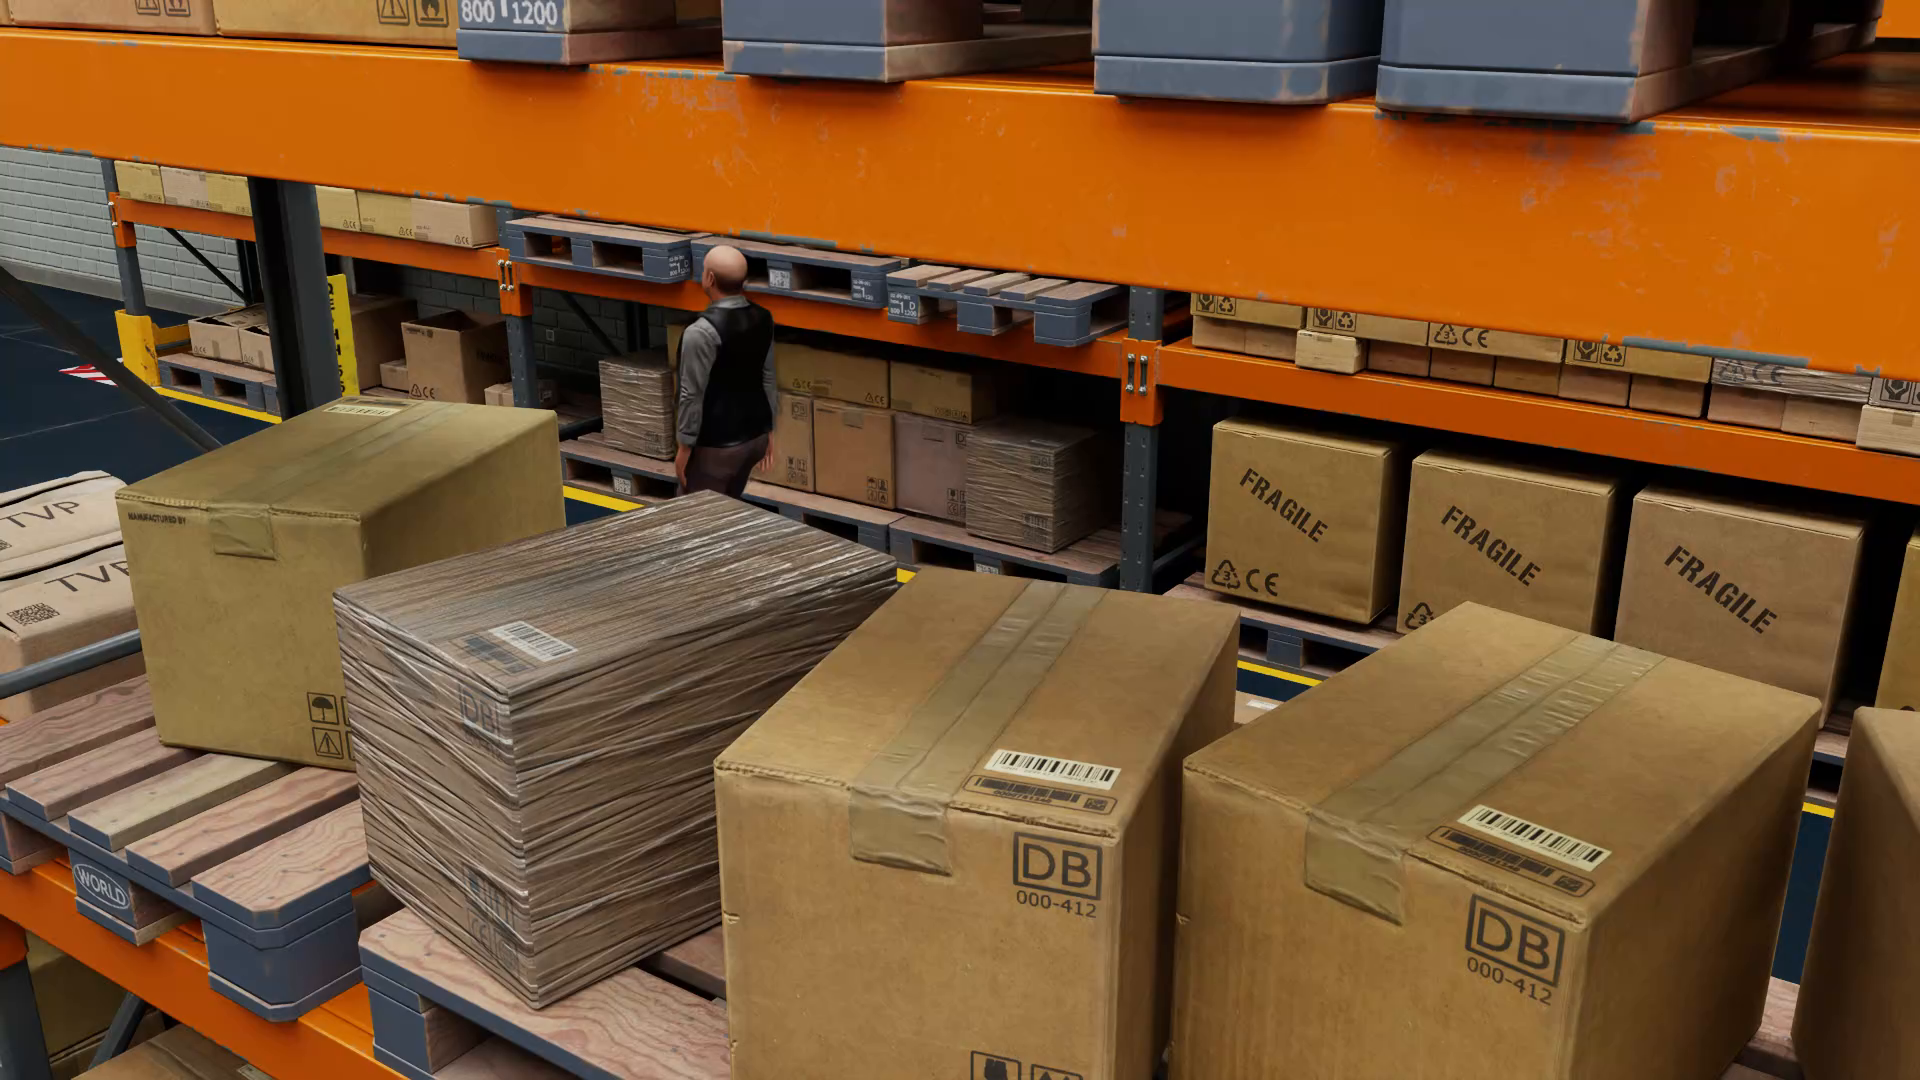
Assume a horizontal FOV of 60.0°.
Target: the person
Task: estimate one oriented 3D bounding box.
[{"bbox_3d":[-0.970,-0.354,7.261,0.582,1.447,0.535,12,23,29],"label":"person"}]
